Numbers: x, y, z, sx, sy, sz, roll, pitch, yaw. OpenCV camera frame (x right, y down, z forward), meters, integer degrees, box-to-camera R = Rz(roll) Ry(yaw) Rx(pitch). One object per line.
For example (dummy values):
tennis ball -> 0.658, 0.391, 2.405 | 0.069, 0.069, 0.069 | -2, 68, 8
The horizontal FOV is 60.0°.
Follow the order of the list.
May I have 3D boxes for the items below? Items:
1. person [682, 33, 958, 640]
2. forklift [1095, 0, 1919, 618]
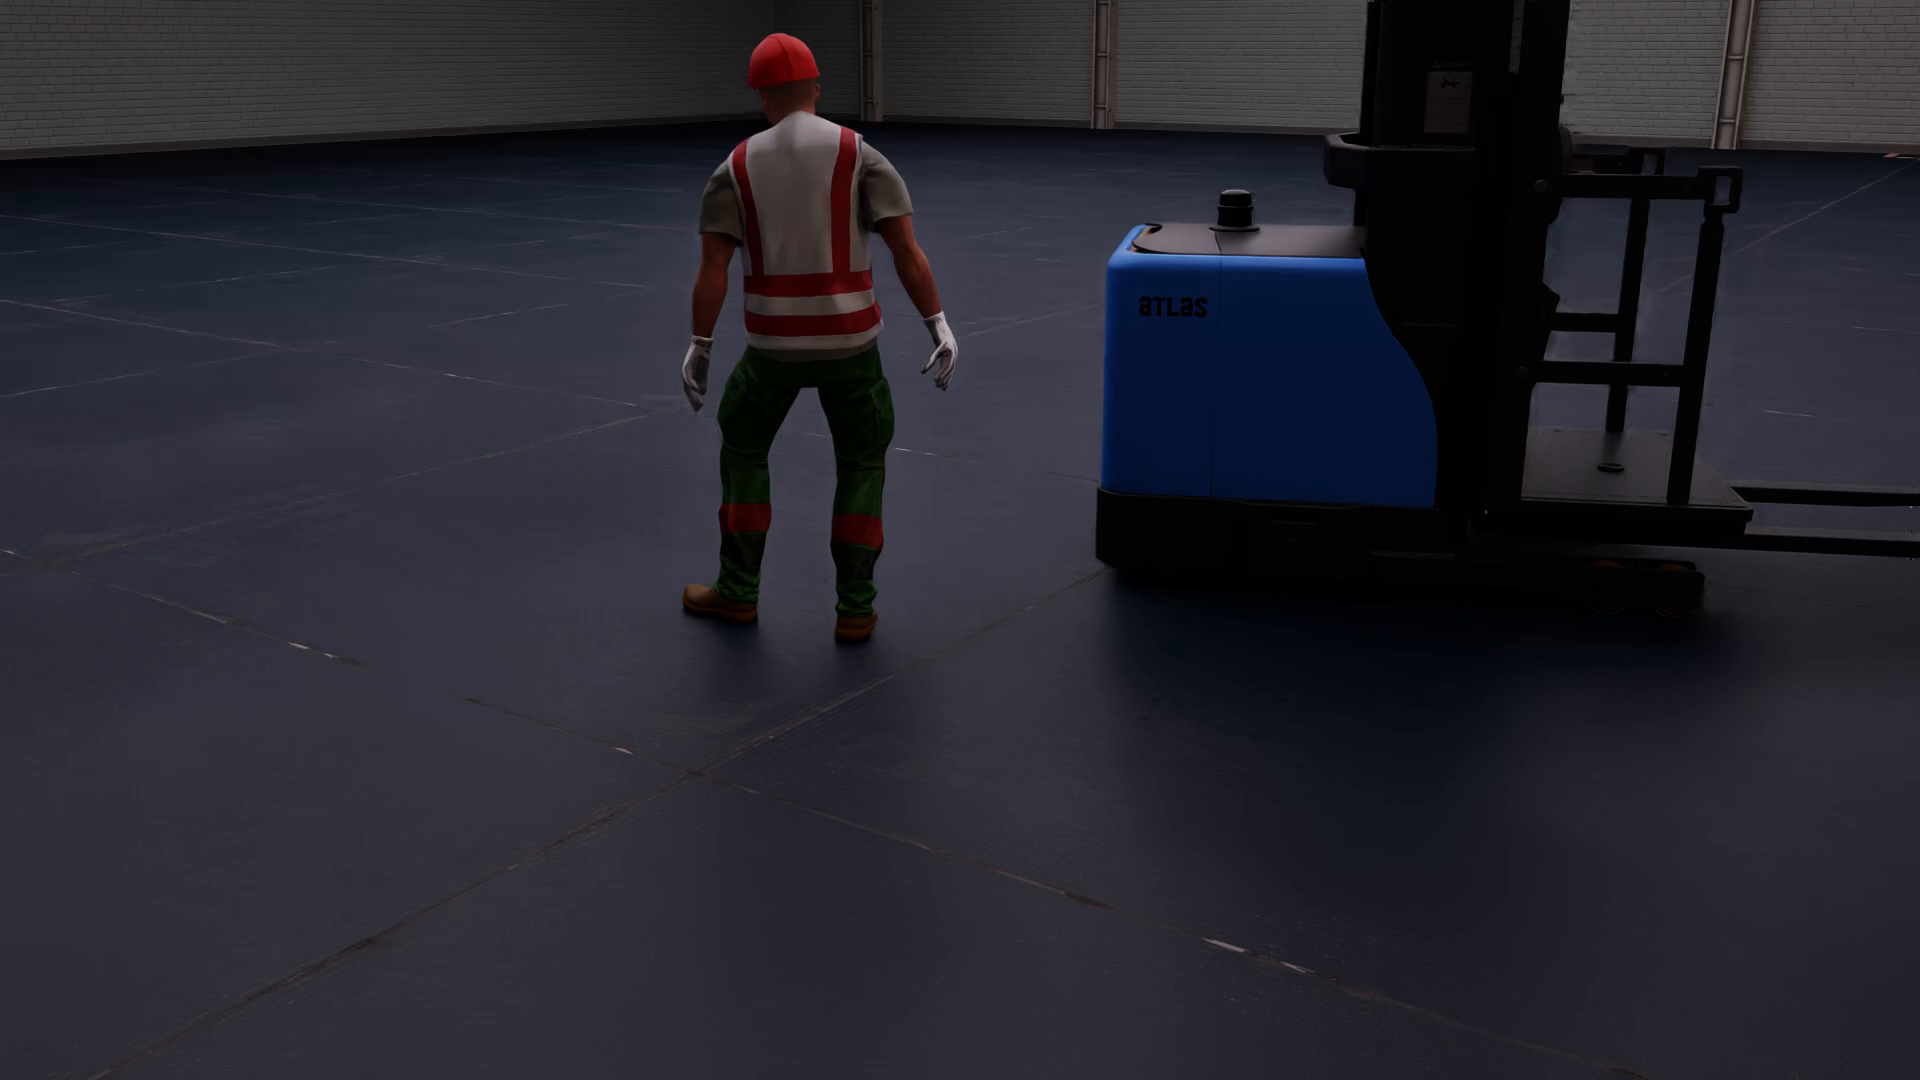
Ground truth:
person -> -0.441, -0.584, 4.915 | 0.885, 1.750, 0.460 | 2, 17, 5
forklift -> 2.016, -1.327, 5.271 | 3.031, 2.935, 1.130 | 3, 17, 10
